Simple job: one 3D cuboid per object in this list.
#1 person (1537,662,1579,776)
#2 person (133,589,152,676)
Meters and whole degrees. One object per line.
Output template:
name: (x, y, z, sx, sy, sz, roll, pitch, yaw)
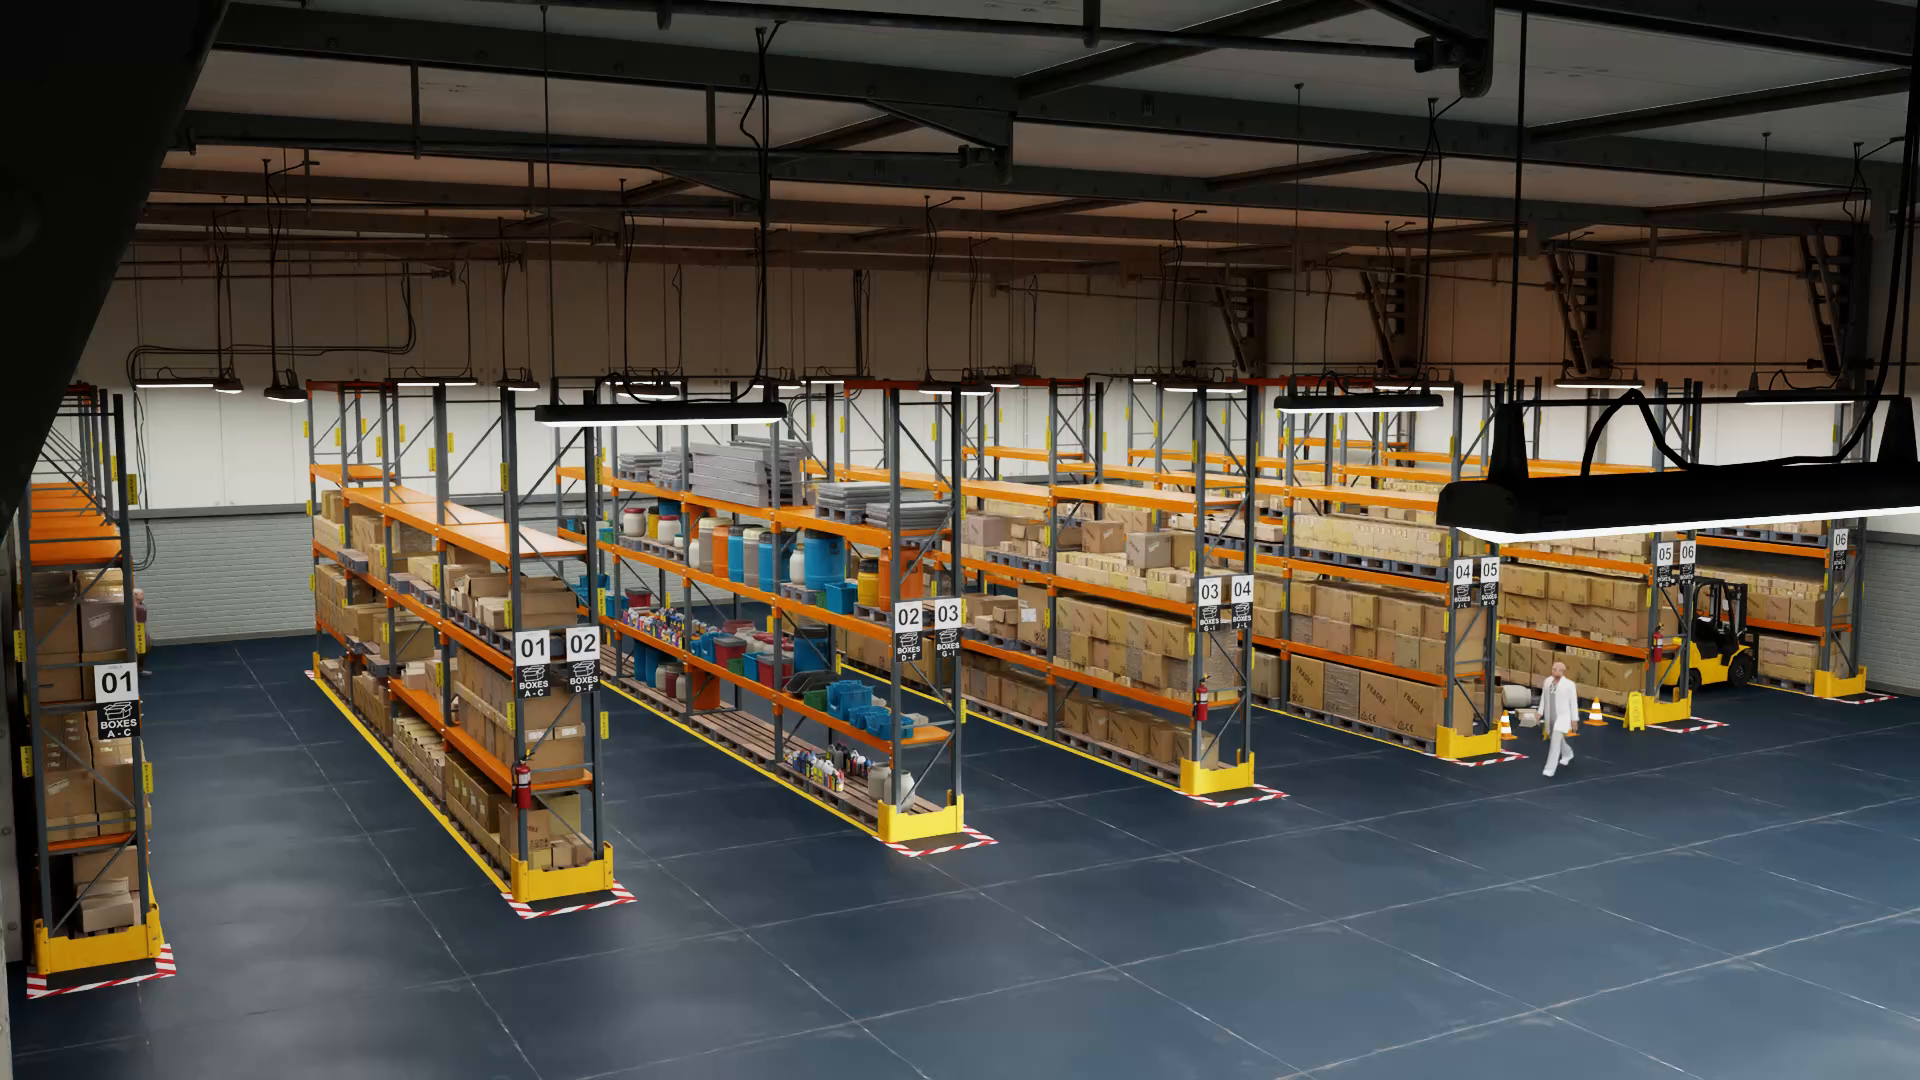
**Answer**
person: (9.250, 2.732, 25.681, 1.111, 1.736, 0.640, -5, 8, -42)
person: (-16.570, 1.866, 33.501, 0.534, 1.777, 0.609, -3, 7, -25)
